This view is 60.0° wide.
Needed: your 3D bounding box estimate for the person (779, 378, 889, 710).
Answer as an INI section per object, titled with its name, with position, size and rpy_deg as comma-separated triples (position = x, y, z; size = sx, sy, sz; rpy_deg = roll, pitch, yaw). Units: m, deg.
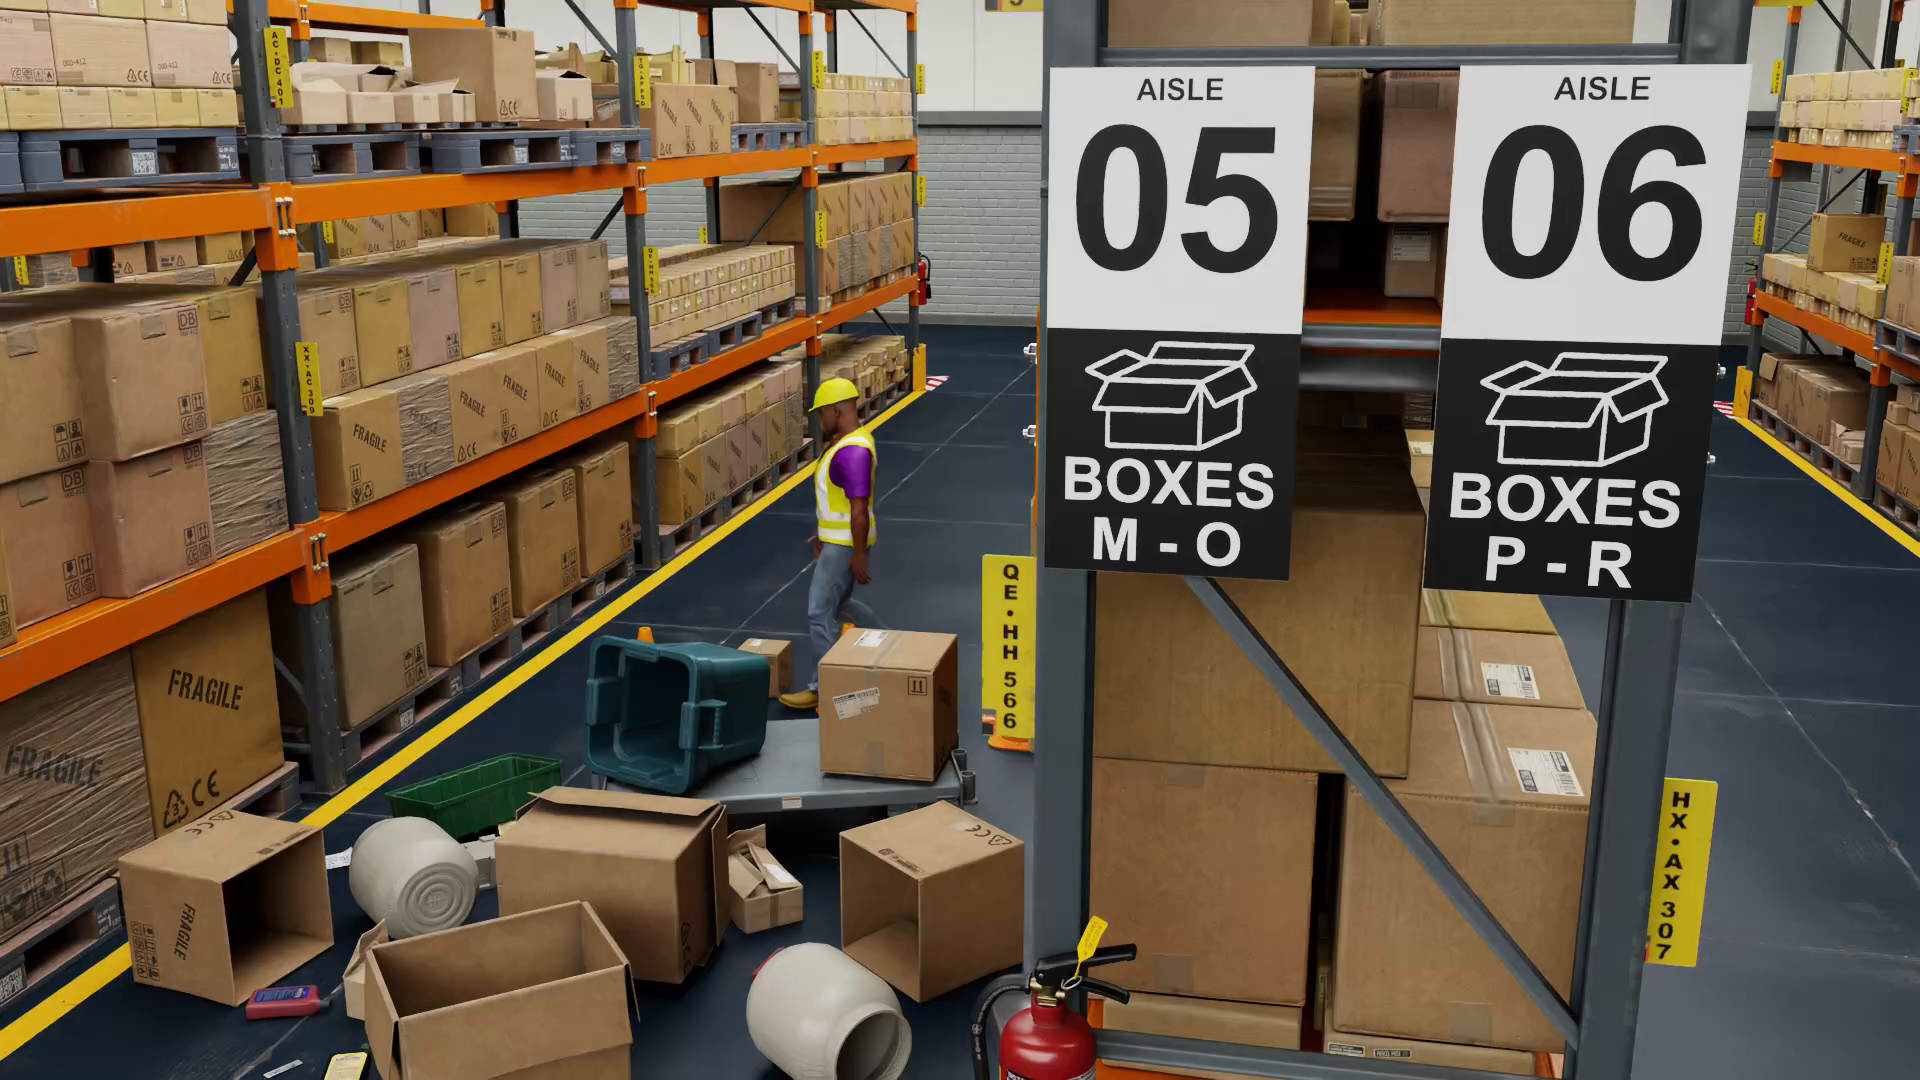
[person]
position = -0.637, 0.003, 8.929
size = 0.703, 1.746, 0.583
rpy_deg = -1, 15, -4
